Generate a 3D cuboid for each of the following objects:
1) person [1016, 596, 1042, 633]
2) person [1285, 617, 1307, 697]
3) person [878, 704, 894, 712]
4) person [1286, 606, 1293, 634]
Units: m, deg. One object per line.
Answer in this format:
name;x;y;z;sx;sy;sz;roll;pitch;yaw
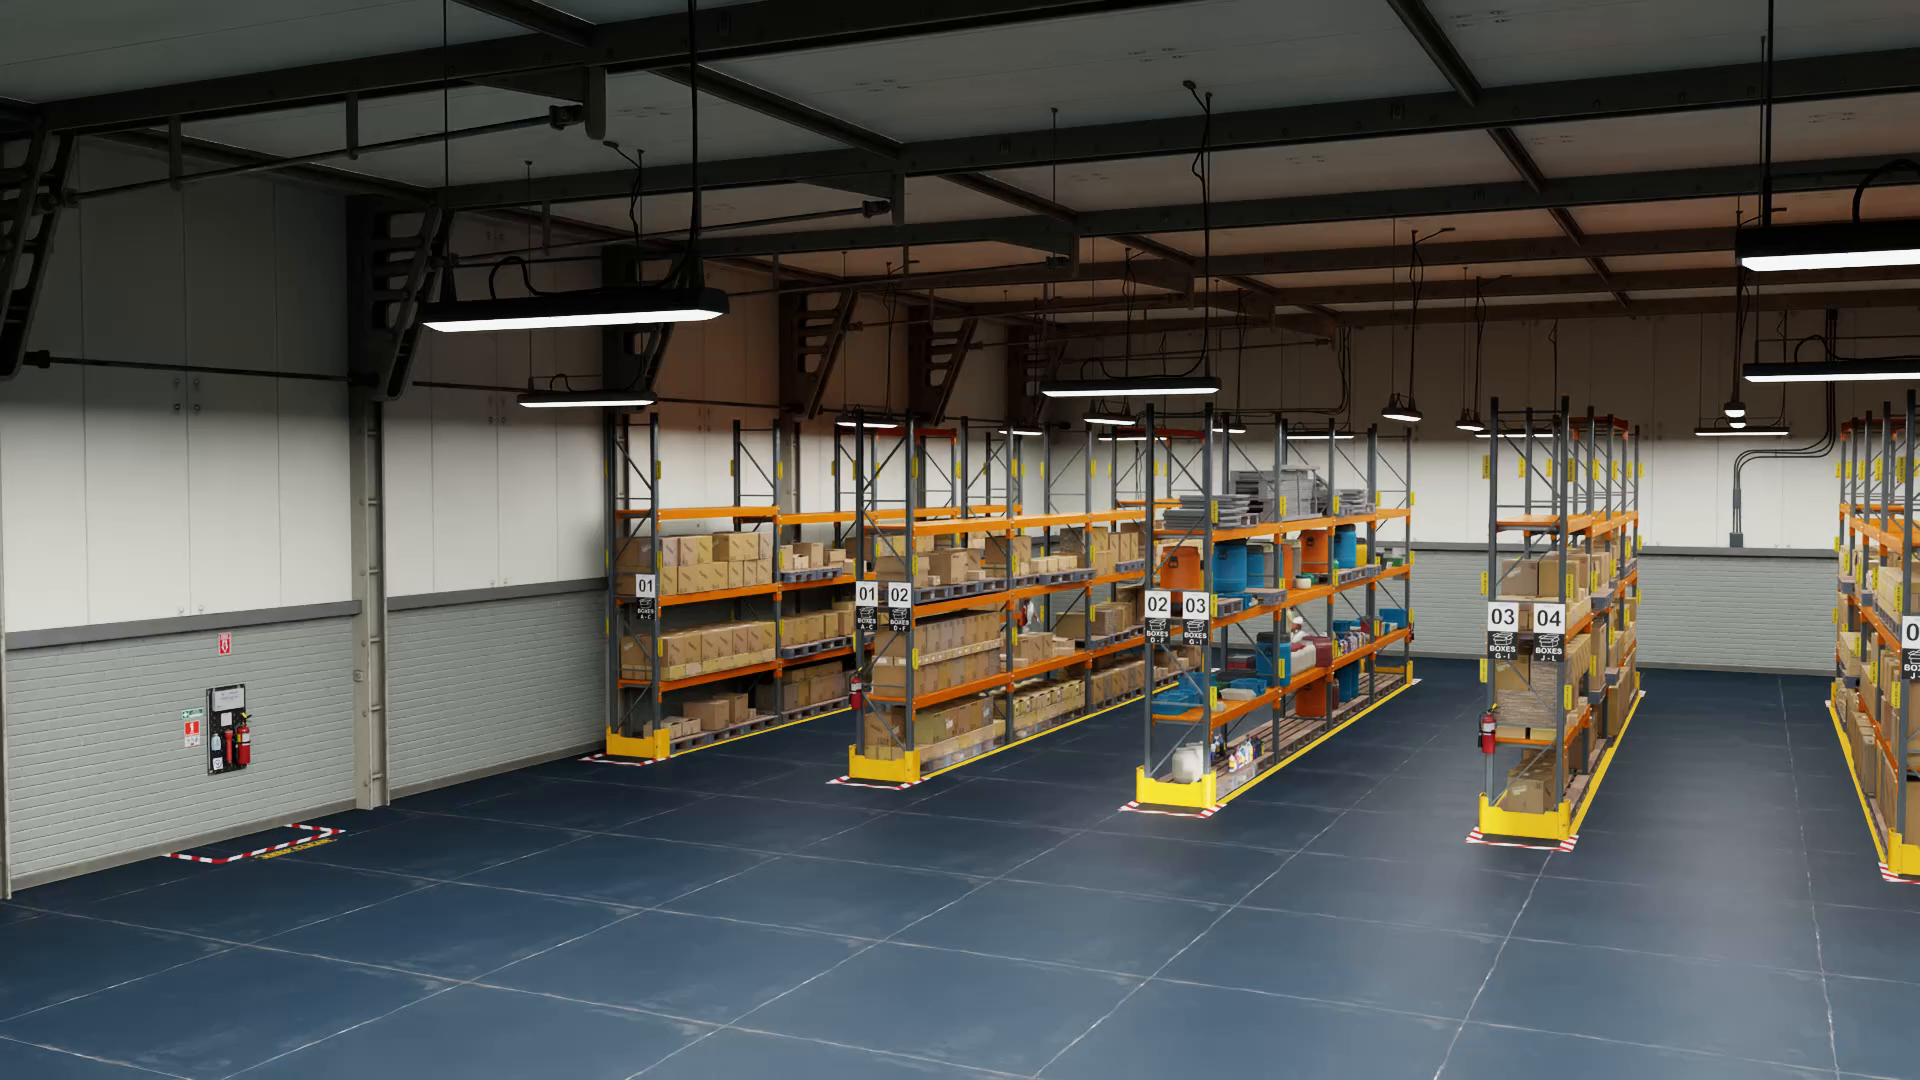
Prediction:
person;1.782;2.264;44.470;0.843;1.770;0.635;2;3;35
person;7.381;2.565;36.727;1.019;1.708;0.623;-2;3;-37
person;-1.335;2.885;30.703;0.510;1.714;0.530;0;2;7
person;8.506;2.371;42.901;0.934;1.637;0.442;1;2;12
